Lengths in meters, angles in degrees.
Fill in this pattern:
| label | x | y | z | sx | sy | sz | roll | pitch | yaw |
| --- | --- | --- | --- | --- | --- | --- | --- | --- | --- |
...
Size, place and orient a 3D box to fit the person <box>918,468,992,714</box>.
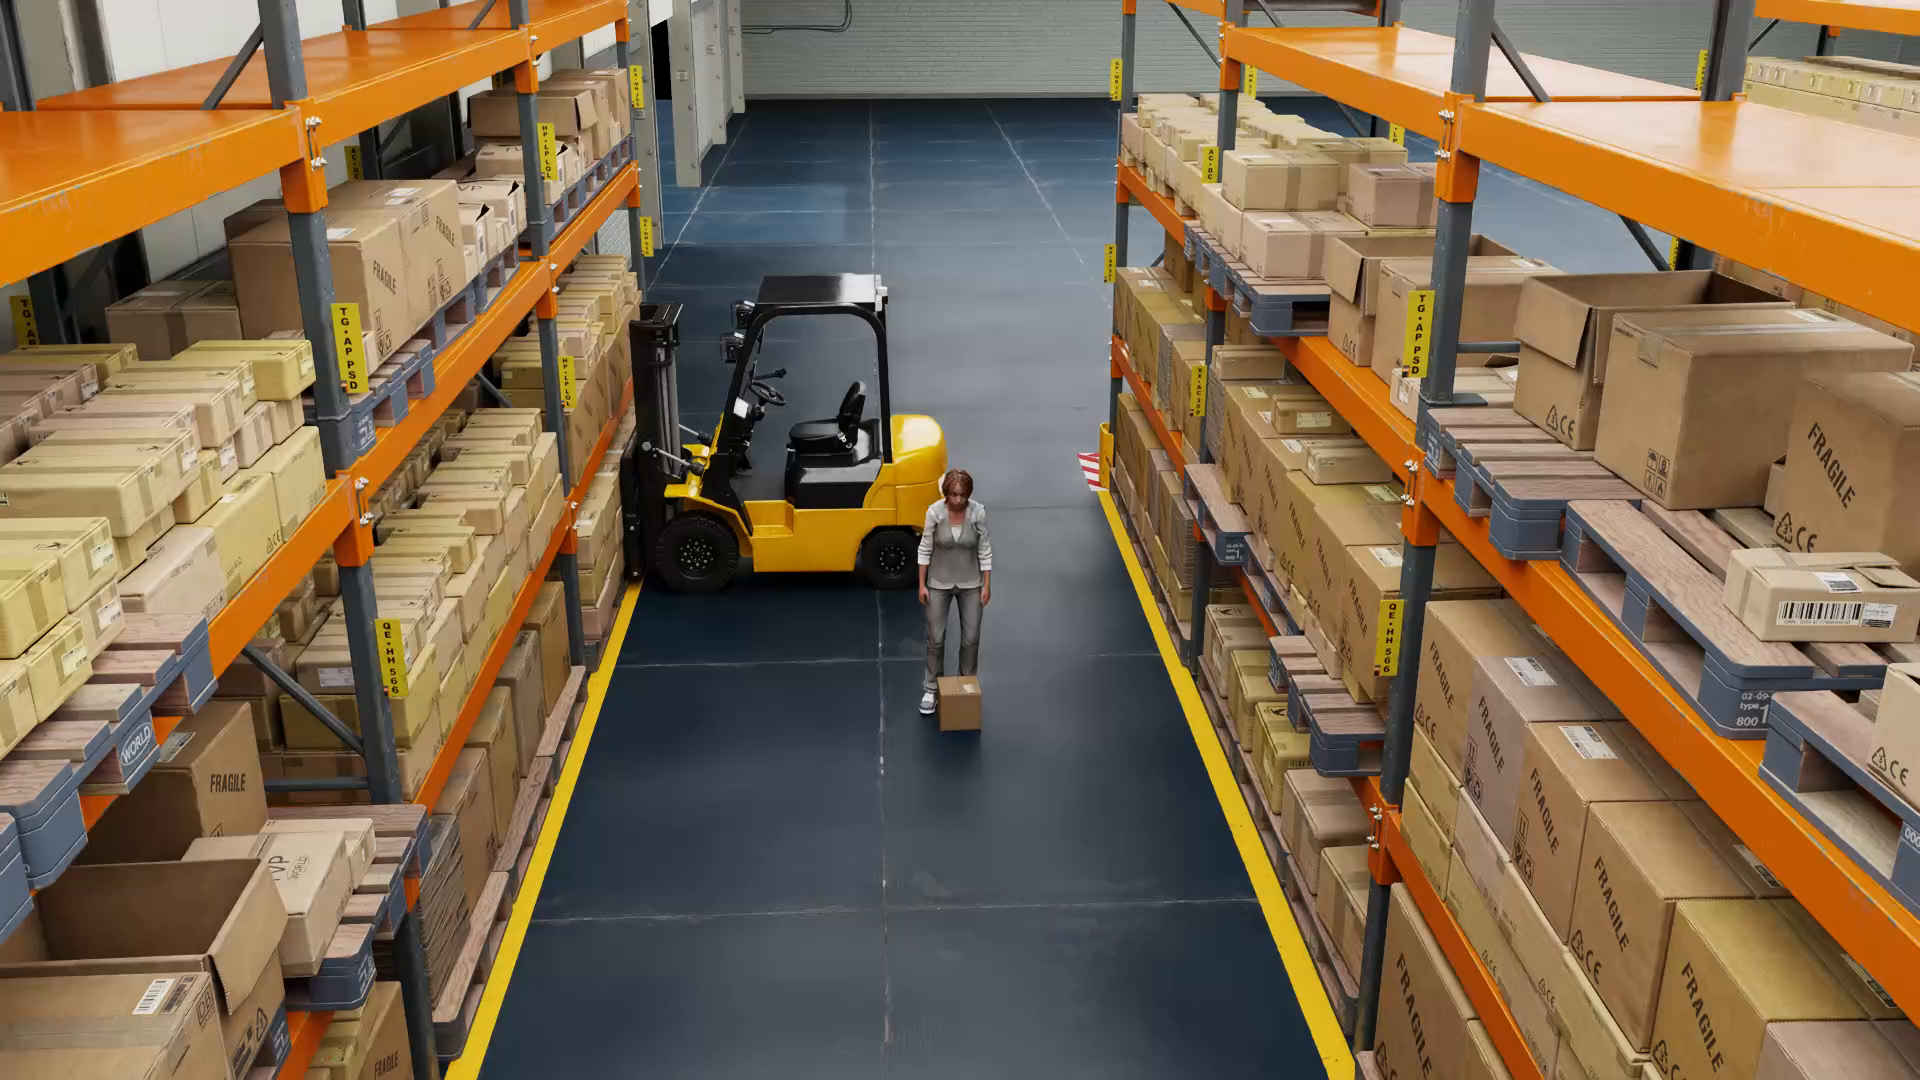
| label | x | y | z | sx | sy | sz | roll | pitch | yaw |
| --- | --- | --- | --- | --- | --- | --- | --- | --- | --- |
| person | -0.031 | 0.310 | 10.292 | 0.459 | 1.581 | 0.369 | -1 | 21 | -3 |
